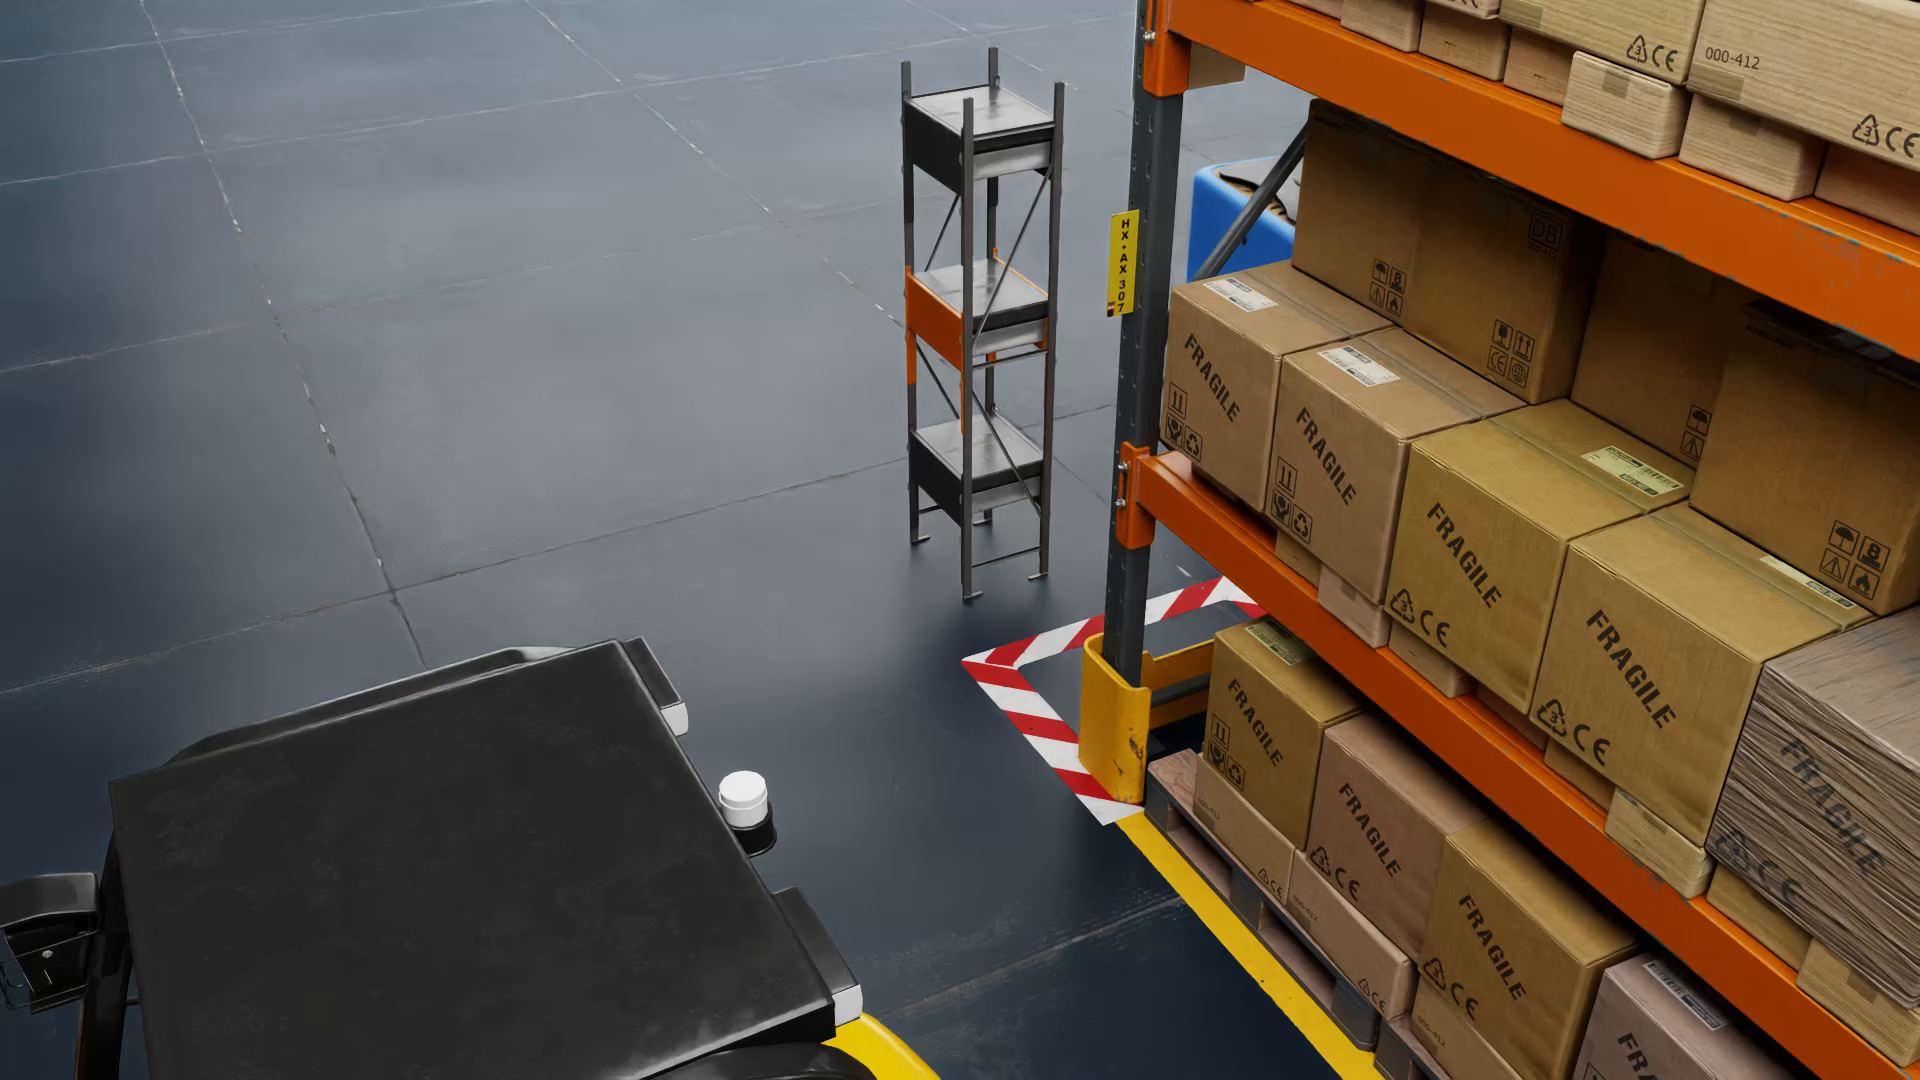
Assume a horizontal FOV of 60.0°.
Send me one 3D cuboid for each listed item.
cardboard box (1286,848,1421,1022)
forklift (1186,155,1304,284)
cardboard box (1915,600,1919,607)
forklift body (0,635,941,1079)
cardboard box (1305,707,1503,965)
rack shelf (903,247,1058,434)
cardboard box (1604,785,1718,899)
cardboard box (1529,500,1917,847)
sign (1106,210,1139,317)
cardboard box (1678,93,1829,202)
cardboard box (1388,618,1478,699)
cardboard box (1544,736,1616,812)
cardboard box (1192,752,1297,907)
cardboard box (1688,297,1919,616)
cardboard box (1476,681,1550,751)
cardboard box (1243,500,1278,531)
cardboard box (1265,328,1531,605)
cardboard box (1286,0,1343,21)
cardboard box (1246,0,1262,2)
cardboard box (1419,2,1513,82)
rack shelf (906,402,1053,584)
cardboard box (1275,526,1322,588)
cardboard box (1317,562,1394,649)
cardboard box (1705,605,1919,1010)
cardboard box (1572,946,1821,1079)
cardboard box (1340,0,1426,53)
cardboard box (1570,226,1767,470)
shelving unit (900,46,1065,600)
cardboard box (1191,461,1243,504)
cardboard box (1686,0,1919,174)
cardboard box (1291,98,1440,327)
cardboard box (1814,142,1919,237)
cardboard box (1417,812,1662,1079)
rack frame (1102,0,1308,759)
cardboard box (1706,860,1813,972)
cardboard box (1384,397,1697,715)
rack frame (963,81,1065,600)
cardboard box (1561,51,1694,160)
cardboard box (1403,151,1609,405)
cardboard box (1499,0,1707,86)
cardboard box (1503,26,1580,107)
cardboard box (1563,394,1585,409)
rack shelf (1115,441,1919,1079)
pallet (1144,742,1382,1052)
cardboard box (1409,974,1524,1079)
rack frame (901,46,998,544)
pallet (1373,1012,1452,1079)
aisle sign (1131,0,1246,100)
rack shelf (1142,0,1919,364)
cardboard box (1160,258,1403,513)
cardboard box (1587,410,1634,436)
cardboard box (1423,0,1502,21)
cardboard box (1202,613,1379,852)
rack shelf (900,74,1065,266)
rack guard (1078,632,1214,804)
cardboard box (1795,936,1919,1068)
[{"bbox_3d":[1.329,1.088,4.931,0.500,0.250,0.500,-15,35,-21],"label":"cardboard box"},{"bbox_3d":[2.693,-2.209,7.981,3.031,2.935,1.130,-13,35,-19],"label":"forklift"},{"bbox_3d":[2.143,0.156,3.858,0.500,0.500,0.500,-15,36,-23],"label":"cardboard box"},{"bbox_3d":[-0.925,1.461,2.976,2.313,2.155,1.214,-16,36,-23],"label":"forklift body"},{"bbox_3d":[1.357,0.786,4.706,0.500,0.500,0.500,-17,36,-25],"label":"cardboard box"},{"bbox_3d":[0.077,-0.794,6.568,0.431,0.518,0.480,-16,36,-23],"label":"rack shelf"},{"bbox_3d":[1.691,0.618,3.738,0.380,0.149,0.250,-16,36,-23],"label":"cardboard box"},{"bbox_3d":[1.669,0.265,3.687,0.500,0.500,0.500,-17,36,-24],"label":"cardboard box"},{"bbox_3d":[0.487,-0.821,4.948,0.100,0.325,0.005,-16,36,-23],"label":"sign"},{"bbox_3d":[1.599,-0.779,3.137,0.380,0.149,0.250,-17,36,-24],"label":"cardboard box"},{"bbox_3d":[1.352,0.239,4.330,0.380,0.149,0.250,-15,36,-22],"label":"cardboard box"},{"bbox_3d":[1.625,0.483,3.948,0.380,0.149,0.250,-17,36,-24],"label":"cardboard box"},{"bbox_3d":[1.098,0.843,5.314,0.500,0.250,0.500,-16,36,-23],"label":"cardboard box"},{"bbox_3d":[2.066,-0.258,3.577,0.700,0.500,0.500,-16,36,-23],"label":"cardboard box"},{"bbox_3d":[1.528,0.350,4.156,0.380,0.149,0.250,-15,35,-22],"label":"cardboard box"},{"bbox_3d":[1.072,-0.156,4.946,0.380,0.149,0.250,-15,36,-22],"label":"cardboard box"},{"bbox_3d":[1.186,-0.218,4.441,0.500,0.500,0.500,-15,35,-22],"label":"cardboard box"},{"bbox_3d":[1.036,-1.407,4.118,0.380,0.149,0.250,-17,36,-25],"label":"cardboard box"},{"bbox_3d":[0.834,-1.510,4.279,0.380,0.149,0.250,-16,36,-23],"label":"cardboard box"},{"bbox_3d":[1.266,-1.160,3.733,0.380,0.149,0.250,-16,36,-23],"label":"cardboard box"},{"bbox_3d":[0.077,-0.204,6.945,0.431,0.518,0.480,-16,36,-23],"label":"rack shelf"},{"bbox_3d":[1.124,-0.009,4.716,0.380,0.149,0.250,-17,36,-25],"label":"cardboard box"},{"bbox_3d":[1.202,0.124,4.509,0.380,0.149,0.250,-15,36,-22],"label":"cardboard box"},{"bbox_3d":[1.912,0.509,3.307,0.500,0.500,0.500,-15,36,-22],"label":"cardboard box"},{"bbox_3d":[1.841,1.281,3.935,0.500,0.500,0.500,-14,35,-21],"label":"cardboard box"},{"bbox_3d":[1.129,-1.272,3.908,0.380,0.149,0.250,-15,36,-22],"label":"cardboard box"},{"bbox_3d":[1.956,-0.531,4.004,0.700,0.500,0.500,-16,36,-24],"label":"cardboard box"},{"bbox_3d":[0.077,-0.805,6.560,0.431,2.100,0.503,-16,36,-23],"label":"shelving unit"},{"bbox_3d":[0.942,-0.273,5.128,0.380,0.149,0.250,-16,36,-23],"label":"cardboard box"},{"bbox_3d":[1.676,-0.879,2.923,0.500,0.250,0.500,-15,36,-22],"label":"cardboard box"},{"bbox_3d":[1.398,-0.992,4.723,0.700,0.500,0.500,-17,36,-24],"label":"cardboard box"},{"bbox_3d":[1.778,-0.677,2.978,0.380,0.149,0.250,-16,36,-24],"label":"cardboard box"},{"bbox_3d":[1.584,1.028,4.329,0.500,0.500,0.500,-15,36,-22],"label":"cardboard box"},{"bbox_3d":[0.967,-0.593,5.395,1.000,3.000,0.127,-16,36,-23],"label":"rack frame"},{"bbox_3d":[1.843,0.731,3.561,0.380,0.149,0.250,-17,36,-24],"label":"cardboard box"},{"bbox_3d":[1.425,0.025,4.062,0.500,0.500,0.500,-17,36,-24],"label":"cardboard box"},{"bbox_3d":[0.191,-0.689,6.379,0.400,2.100,0.015,-16,36,-23],"label":"rack frame"},{"bbox_3d":[1.440,-0.894,3.318,0.380,0.149,0.250,-15,36,-23],"label":"cardboard box"},{"bbox_3d":[1.627,-0.749,4.343,0.700,0.500,0.500,-16,36,-23],"label":"cardboard box"},{"bbox_3d":[1.454,-1.128,3.312,0.500,0.250,0.500,-15,35,-22],"label":"cardboard box"},{"bbox_3d":[1.393,-1.035,3.537,0.380,0.149,0.250,-17,36,-25],"label":"cardboard box"},{"bbox_3d":[1.693,-0.330,4.617,0.500,0.500,0.500,-16,36,-23],"label":"cardboard box"},{"bbox_3d":[1.899,0.665,4.099,1.077,0.370,4.000,-16,36,-23],"label":"rack shelf"},{"bbox_3d":[1.350,1.014,5.471,1.003,0.211,1.213,-16,36,-23],"label":"pallet"},{"bbox_3d":[1.595,1.345,4.529,0.500,0.250,0.500,-13,35,-20],"label":"cardboard box"},{"bbox_3d":[-0.037,-0.922,6.742,0.400,2.100,0.015,-16,36,-23],"label":"rack frame"},{"bbox_3d":[1.914,1.596,4.564,1.003,0.211,1.213,-16,36,-23],"label":"pallet"},{"bbox_3d":[0.663,-1.639,4.618,0.394,0.787,0.004,-16,36,-23],"label":"aisle sign"},{"bbox_3d":[1.899,-0.599,3.290,1.077,0.370,4.000,-16,36,-23],"label":"rack shelf"},{"bbox_3d":[0.942,-0.464,4.826,0.500,0.500,0.500,-16,36,-24],"label":"cardboard box"},{"bbox_3d":[1.923,-0.091,4.243,0.500,0.500,0.500,-16,36,-23],"label":"cardboard box"},{"bbox_3d":[1.192,-1.368,3.688,0.500,0.250,0.500,-16,36,-24],"label":"cardboard box"},{"bbox_3d":[1.110,0.538,5.094,0.500,0.500,0.500,-17,36,-25],"label":"cardboard box"},{"bbox_3d":[0.077,-1.383,6.190,0.431,0.518,0.480,-16,36,-23],"label":"rack shelf"},{"bbox_3d":[1.002,0.496,6.012,1.175,0.500,0.348,-16,36,-23],"label":"rack guard"},{"bbox_3d":[1.935,0.861,3.358,0.380,0.149,0.250,-16,36,-24],"label":"cardboard box"}]
